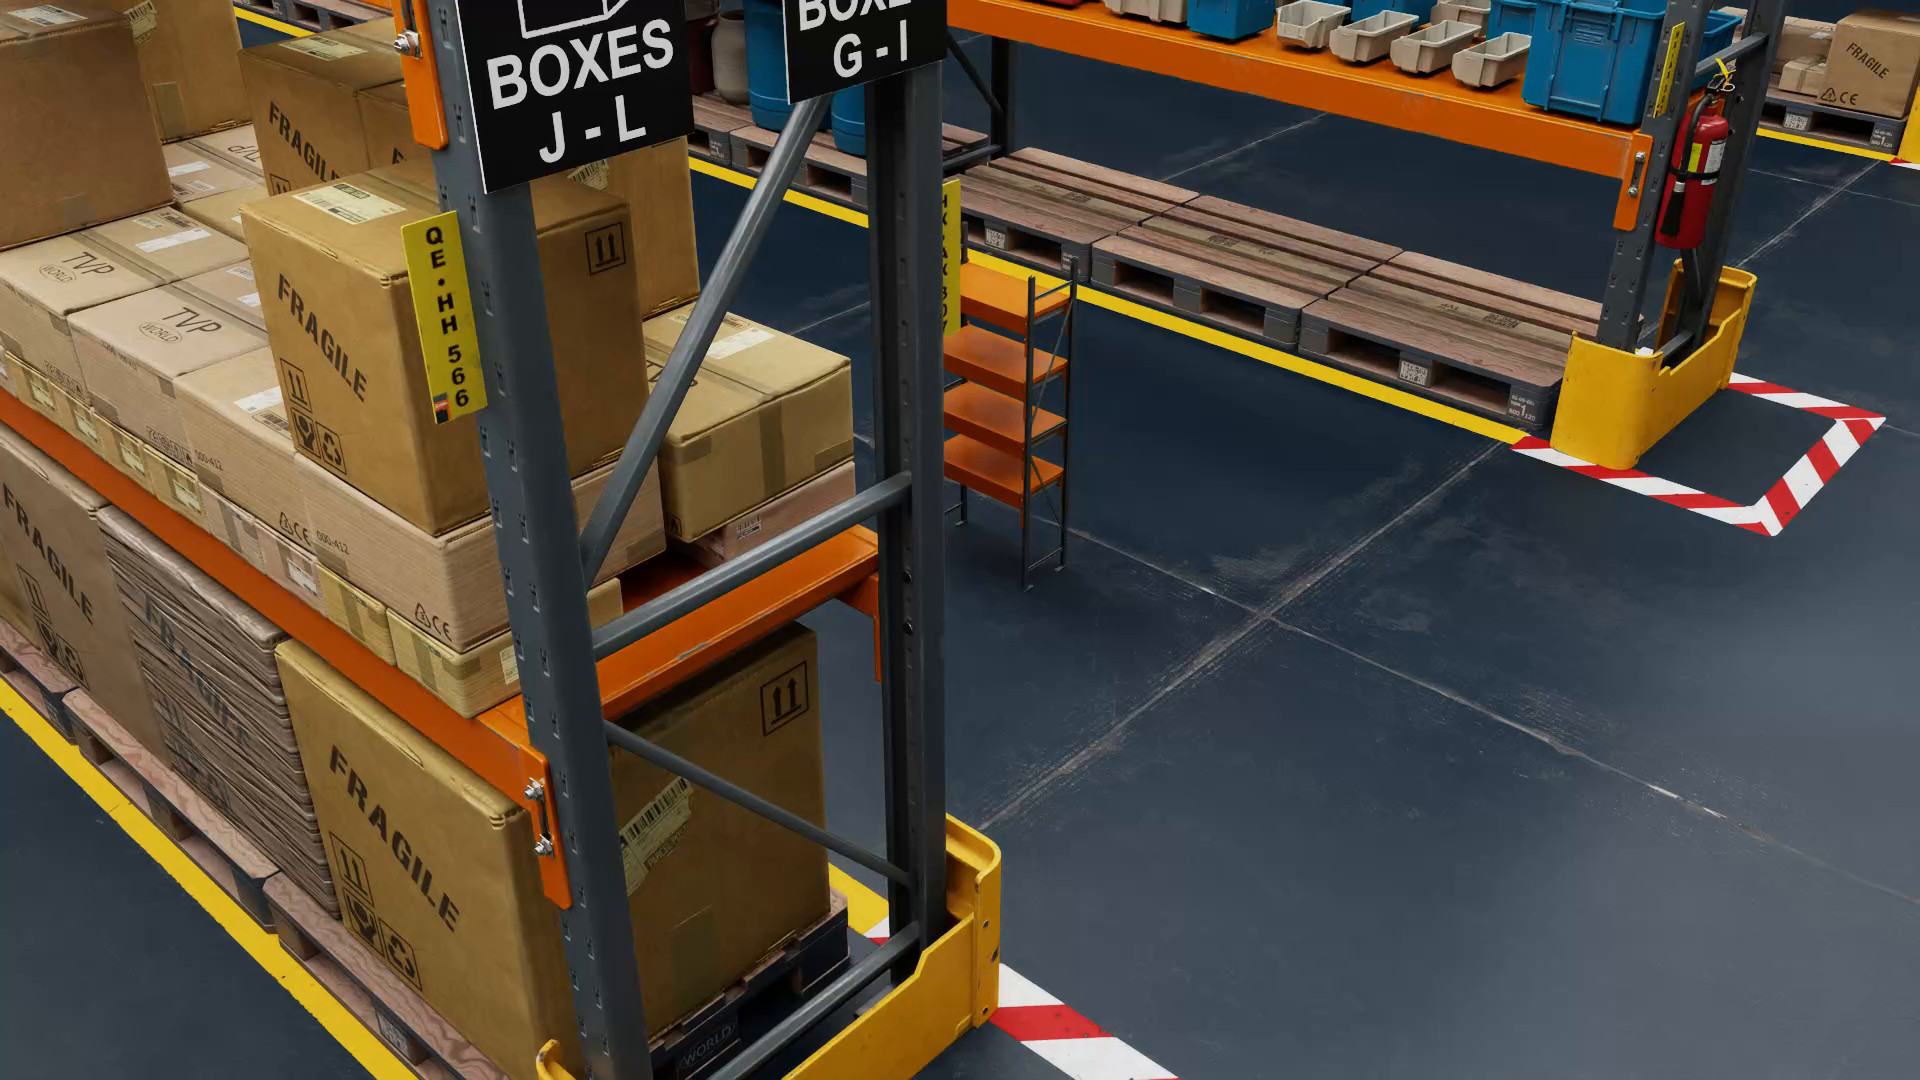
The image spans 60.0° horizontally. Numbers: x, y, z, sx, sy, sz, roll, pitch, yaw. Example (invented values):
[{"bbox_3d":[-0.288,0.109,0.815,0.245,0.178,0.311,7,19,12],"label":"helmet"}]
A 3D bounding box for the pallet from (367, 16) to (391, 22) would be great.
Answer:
[{"bbox_3d":[-3.567,-3.694,12.182,1.213,0.211,1.003,25,39,35],"label":"pallet"}]

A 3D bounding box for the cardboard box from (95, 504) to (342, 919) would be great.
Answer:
[{"bbox_3d":[-1.614,0.281,4.527,0.875,0.875,0.875,25,39,35],"label":"cardboard box"}]

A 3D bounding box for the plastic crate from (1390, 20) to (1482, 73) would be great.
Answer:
[{"bbox_3d":[1.981,-2.069,6.976,0.243,0.136,0.396,25,39,35],"label":"plastic crate"}]

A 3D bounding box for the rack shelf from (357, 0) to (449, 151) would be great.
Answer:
[{"bbox_3d":[-1.894,-1.612,3.809,4.000,0.370,1.077,25,39,35],"label":"rack shelf"}]

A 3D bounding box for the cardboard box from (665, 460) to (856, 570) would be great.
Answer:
[{"bbox_3d":[-0.453,-0.085,3.726,0.250,0.149,0.380,26,39,36],"label":"cardboard box"}]

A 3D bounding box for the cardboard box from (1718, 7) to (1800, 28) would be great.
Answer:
[{"bbox_3d":[5.285,-3.383,11.201,0.500,0.250,0.500,25,39,35],"label":"cardboard box"}]

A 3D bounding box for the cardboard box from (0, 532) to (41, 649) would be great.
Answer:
[{"bbox_3d":[-2.941,-0.338,5.557,0.875,0.875,0.875,25,39,35],"label":"cardboard box"}]

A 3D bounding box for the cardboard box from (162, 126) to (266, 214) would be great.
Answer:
[{"bbox_3d":[-2.109,-0.984,4.833,0.500,0.250,0.500,26,40,36],"label":"cardboard box"}]

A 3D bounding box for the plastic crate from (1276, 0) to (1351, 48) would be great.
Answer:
[{"bbox_3d":[1.526,-2.251,7.279,0.250,0.136,0.298,25,39,35],"label":"plastic crate"}]

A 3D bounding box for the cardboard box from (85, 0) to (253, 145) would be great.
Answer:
[{"bbox_3d":[-2.488,-1.480,4.931,0.500,0.500,0.500,25,39,36],"label":"cardboard box"}]

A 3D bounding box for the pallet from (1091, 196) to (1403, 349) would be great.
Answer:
[{"bbox_3d":[1.427,-1.365,8.313,1.213,0.211,1.003,25,39,35],"label":"pallet"}]

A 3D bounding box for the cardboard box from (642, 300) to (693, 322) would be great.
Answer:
[{"bbox_3d":[-0.976,-0.453,3.952,0.500,0.250,0.500,24,39,35],"label":"cardboard box"}]

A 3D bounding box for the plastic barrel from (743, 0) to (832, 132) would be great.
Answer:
[{"bbox_3d":[-0.970,-2.942,9.857,0.708,0.901,0.600,25,39,35],"label":"plastic barrel"}]

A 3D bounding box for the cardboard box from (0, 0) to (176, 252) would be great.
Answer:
[{"bbox_3d":[-2.444,-1.097,4.294,0.500,0.500,0.500,24,38,34],"label":"cardboard box"}]

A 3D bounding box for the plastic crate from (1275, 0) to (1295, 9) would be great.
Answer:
[{"bbox_3d":[1.440,-2.647,7.936,0.466,0.136,0.293,25,39,35],"label":"plastic crate"}]

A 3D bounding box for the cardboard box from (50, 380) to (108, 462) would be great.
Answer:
[{"bbox_3d":[-2.029,-0.362,4.187,0.250,0.149,0.380,26,40,36],"label":"cardboard box"}]

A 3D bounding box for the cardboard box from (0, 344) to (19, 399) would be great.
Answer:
[{"bbox_3d":[-2.419,-0.542,4.486,0.250,0.149,0.380,26,39,36],"label":"cardboard box"}]

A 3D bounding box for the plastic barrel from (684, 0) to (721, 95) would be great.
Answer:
[{"bbox_3d":[-1.808,-3.199,10.587,0.708,0.588,0.600,25,39,35],"label":"plastic barrel"}]

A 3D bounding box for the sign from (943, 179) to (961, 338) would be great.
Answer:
[{"bbox_3d":[-0.034,-0.558,3.353,0.005,0.325,0.100,25,39,35],"label":"sign"}]

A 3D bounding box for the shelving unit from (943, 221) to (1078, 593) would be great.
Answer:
[{"bbox_3d":[0.123,-0.457,5.845,0.503,1.200,0.258,25,39,35],"label":"shelving unit"}]

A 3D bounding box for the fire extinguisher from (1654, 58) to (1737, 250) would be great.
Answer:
[{"bbox_3d":[2.719,-1.418,6.134,0.183,0.674,0.296,25,39,35],"label":"fire extinguisher"}]

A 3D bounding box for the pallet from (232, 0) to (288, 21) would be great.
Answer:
[{"bbox_3d":[-5.376,-4.539,13.585,1.213,0.211,1.003,25,39,35],"label":"pallet"}]

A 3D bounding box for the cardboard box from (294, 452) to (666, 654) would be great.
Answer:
[{"bbox_3d":[-0.949,-0.073,3.319,0.500,0.250,0.500,24,39,34],"label":"cardboard box"}]

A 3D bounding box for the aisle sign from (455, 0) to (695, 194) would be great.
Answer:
[{"bbox_3d":[-0.559,-0.917,2.345,0.004,0.787,0.394,25,39,35],"label":"aisle sign"}]

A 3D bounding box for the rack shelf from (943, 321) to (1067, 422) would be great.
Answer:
[{"bbox_3d":[0.123,-0.591,5.765,0.480,0.148,0.258,25,39,35],"label":"rack shelf"}]

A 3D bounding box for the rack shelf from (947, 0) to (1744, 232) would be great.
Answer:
[{"bbox_3d":[1.430,-2.221,7.729,4.000,0.370,1.077,25,39,35],"label":"rack shelf"}]

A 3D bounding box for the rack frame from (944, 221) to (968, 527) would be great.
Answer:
[{"bbox_3d":[-0.058,-0.541,5.986,0.015,1.200,0.240,25,39,35],"label":"rack frame"}]

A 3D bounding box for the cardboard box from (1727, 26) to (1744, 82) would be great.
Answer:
[{"bbox_3d":[4.986,-3.175,10.855,0.500,0.250,0.500,25,39,35],"label":"cardboard box"}]

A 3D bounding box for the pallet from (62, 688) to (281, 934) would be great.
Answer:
[{"bbox_3d":[-1.957,0.582,5.078,1.213,0.211,1.003,25,39,35],"label":"pallet"}]

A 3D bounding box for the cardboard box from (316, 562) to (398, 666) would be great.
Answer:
[{"bbox_3d":[-1.090,0.078,3.456,0.250,0.149,0.380,25,39,36],"label":"cardboard box"}]

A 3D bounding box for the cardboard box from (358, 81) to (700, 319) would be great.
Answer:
[{"bbox_3d":[-0.957,-0.770,3.751,0.500,0.500,0.500,24,38,34],"label":"cardboard box"}]

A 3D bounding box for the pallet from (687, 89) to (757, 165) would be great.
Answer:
[{"bbox_3d":[-1.506,-2.732,10.584,1.213,0.211,1.003,25,39,35],"label":"pallet"}]

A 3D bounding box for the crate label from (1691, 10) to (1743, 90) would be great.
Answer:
[{"bbox_3d":[2.950,-2.003,6.772,0.303,0.233,0.416,25,39,35],"label":"crate label"}]

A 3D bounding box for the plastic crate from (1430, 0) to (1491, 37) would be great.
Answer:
[{"bbox_3d":[2.265,-2.339,7.424,0.298,0.136,0.250,25,39,35],"label":"plastic crate"}]

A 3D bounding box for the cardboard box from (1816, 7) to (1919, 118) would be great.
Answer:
[{"bbox_3d":[5.671,-2.942,10.225,0.500,0.500,0.500,25,39,35],"label":"cardboard box"}]

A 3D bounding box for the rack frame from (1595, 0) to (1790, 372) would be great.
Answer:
[{"bbox_3d":[2.912,-1.837,6.394,0.127,3.000,1.000,25,39,35],"label":"rack frame"}]

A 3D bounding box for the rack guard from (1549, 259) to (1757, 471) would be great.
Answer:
[{"bbox_3d":[2.939,-0.763,7.033,0.348,0.500,1.175,25,39,35],"label":"rack guard"}]

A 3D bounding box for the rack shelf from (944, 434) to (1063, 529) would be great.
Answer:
[{"bbox_3d":[0.123,-0.229,5.982,0.480,0.148,0.258,25,39,35],"label":"rack shelf"}]

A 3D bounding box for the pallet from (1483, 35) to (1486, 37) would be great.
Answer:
[{"bbox_3d":[3.782,-3.682,12.161,1.213,0.211,1.003,25,39,35],"label":"pallet"}]

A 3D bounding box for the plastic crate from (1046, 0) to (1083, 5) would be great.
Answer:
[{"bbox_3d":[0.440,-2.870,7.989,0.583,0.464,0.402,25,39,35],"label":"plastic crate"}]

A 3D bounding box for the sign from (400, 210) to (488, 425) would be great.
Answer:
[{"bbox_3d":[-0.786,-0.338,2.551,0.005,0.325,0.100,25,39,35],"label":"sign"}]

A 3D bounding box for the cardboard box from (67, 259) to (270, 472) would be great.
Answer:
[{"bbox_3d":[-1.702,-0.425,3.904,0.500,0.250,0.500,24,38,34],"label":"cardboard box"}]
